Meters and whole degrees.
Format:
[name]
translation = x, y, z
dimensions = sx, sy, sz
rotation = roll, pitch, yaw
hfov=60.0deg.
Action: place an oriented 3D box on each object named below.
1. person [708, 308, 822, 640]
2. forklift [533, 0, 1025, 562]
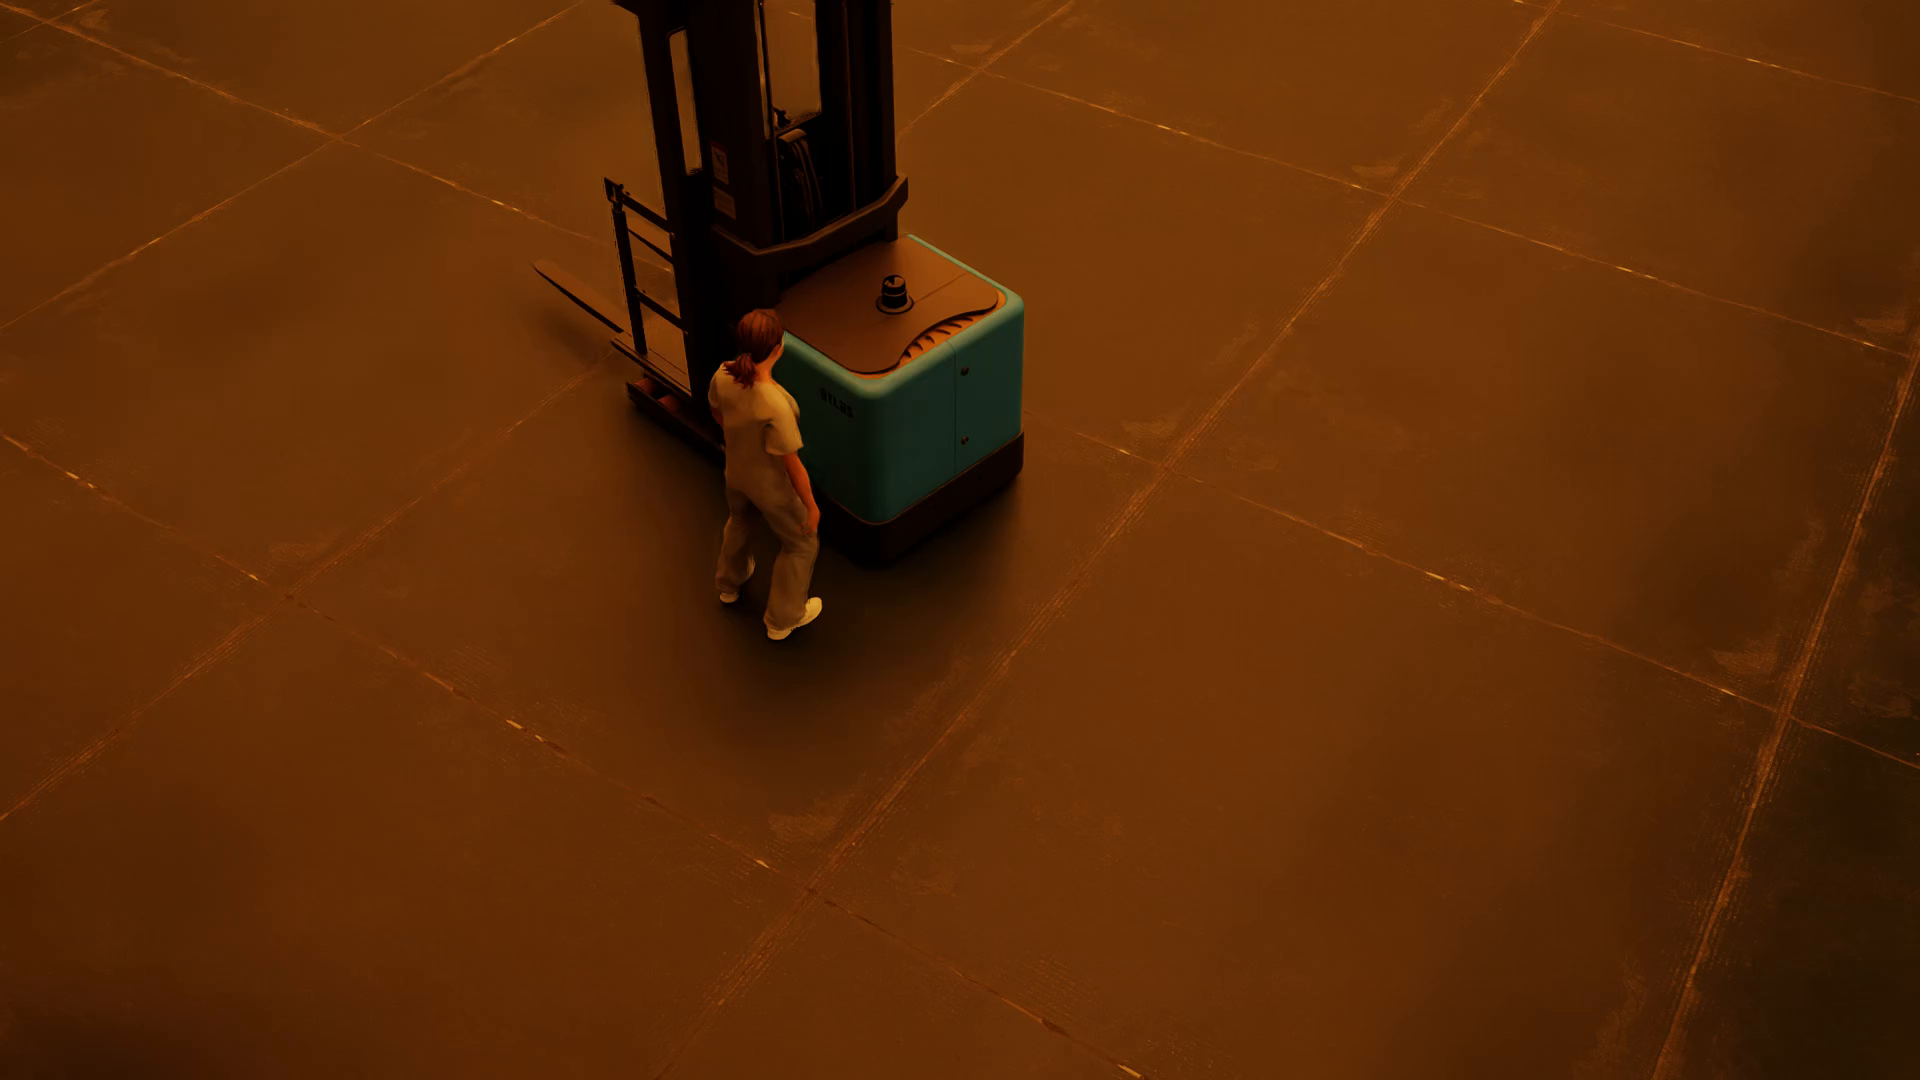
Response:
[person]
translation = -0.845, -0.278, 7.089
dimensions = 0.700, 1.631, 0.315
rotation = 33, 53, 30
[forklift]
translation = -1.083, -1.871, 7.821
dimensions = 1.130, 2.935, 3.031
rotation = -34, 53, -31
